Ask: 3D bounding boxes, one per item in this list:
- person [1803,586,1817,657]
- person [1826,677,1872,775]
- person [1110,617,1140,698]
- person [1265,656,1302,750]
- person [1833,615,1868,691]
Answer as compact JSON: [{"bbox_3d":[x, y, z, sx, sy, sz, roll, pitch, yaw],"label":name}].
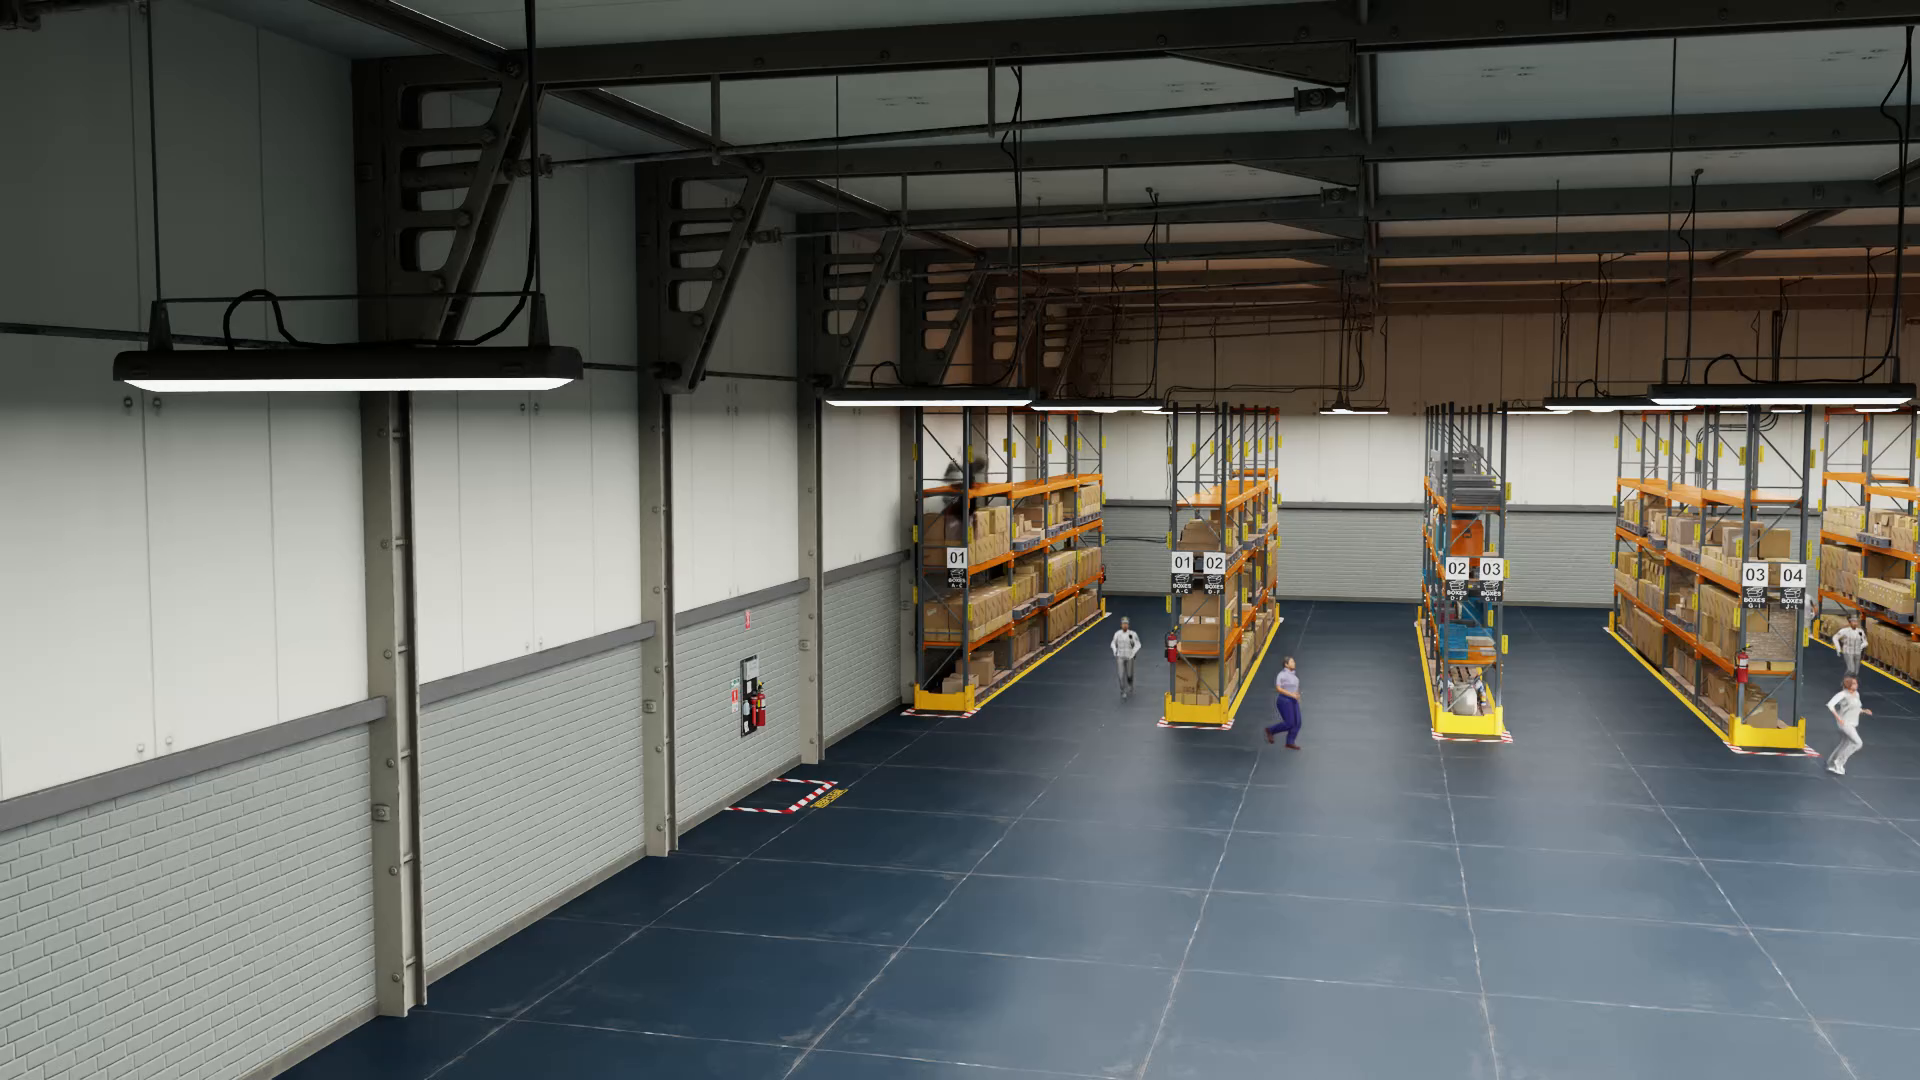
[{"bbox_3d":[20.174,1.912,39.859,0.651,1.758,0.635,2,5,21],"label":"person"},{"bbox_3d":[14.213,2.967,26.571,0.512,1.578,0.631,-3,5,-36],"label":"person"},{"bbox_3d":[3.369,2.389,33.964,0.612,1.648,0.537,1,4,11],"label":"person"},{"bbox_3d":[5.622,2.802,28.704,0.644,1.604,0.604,3,5,34],"label":"person"},{"bbox_3d":[18.325,2.358,34.146,0.593,1.655,0.624,0,4,5],"label":"person"}]
